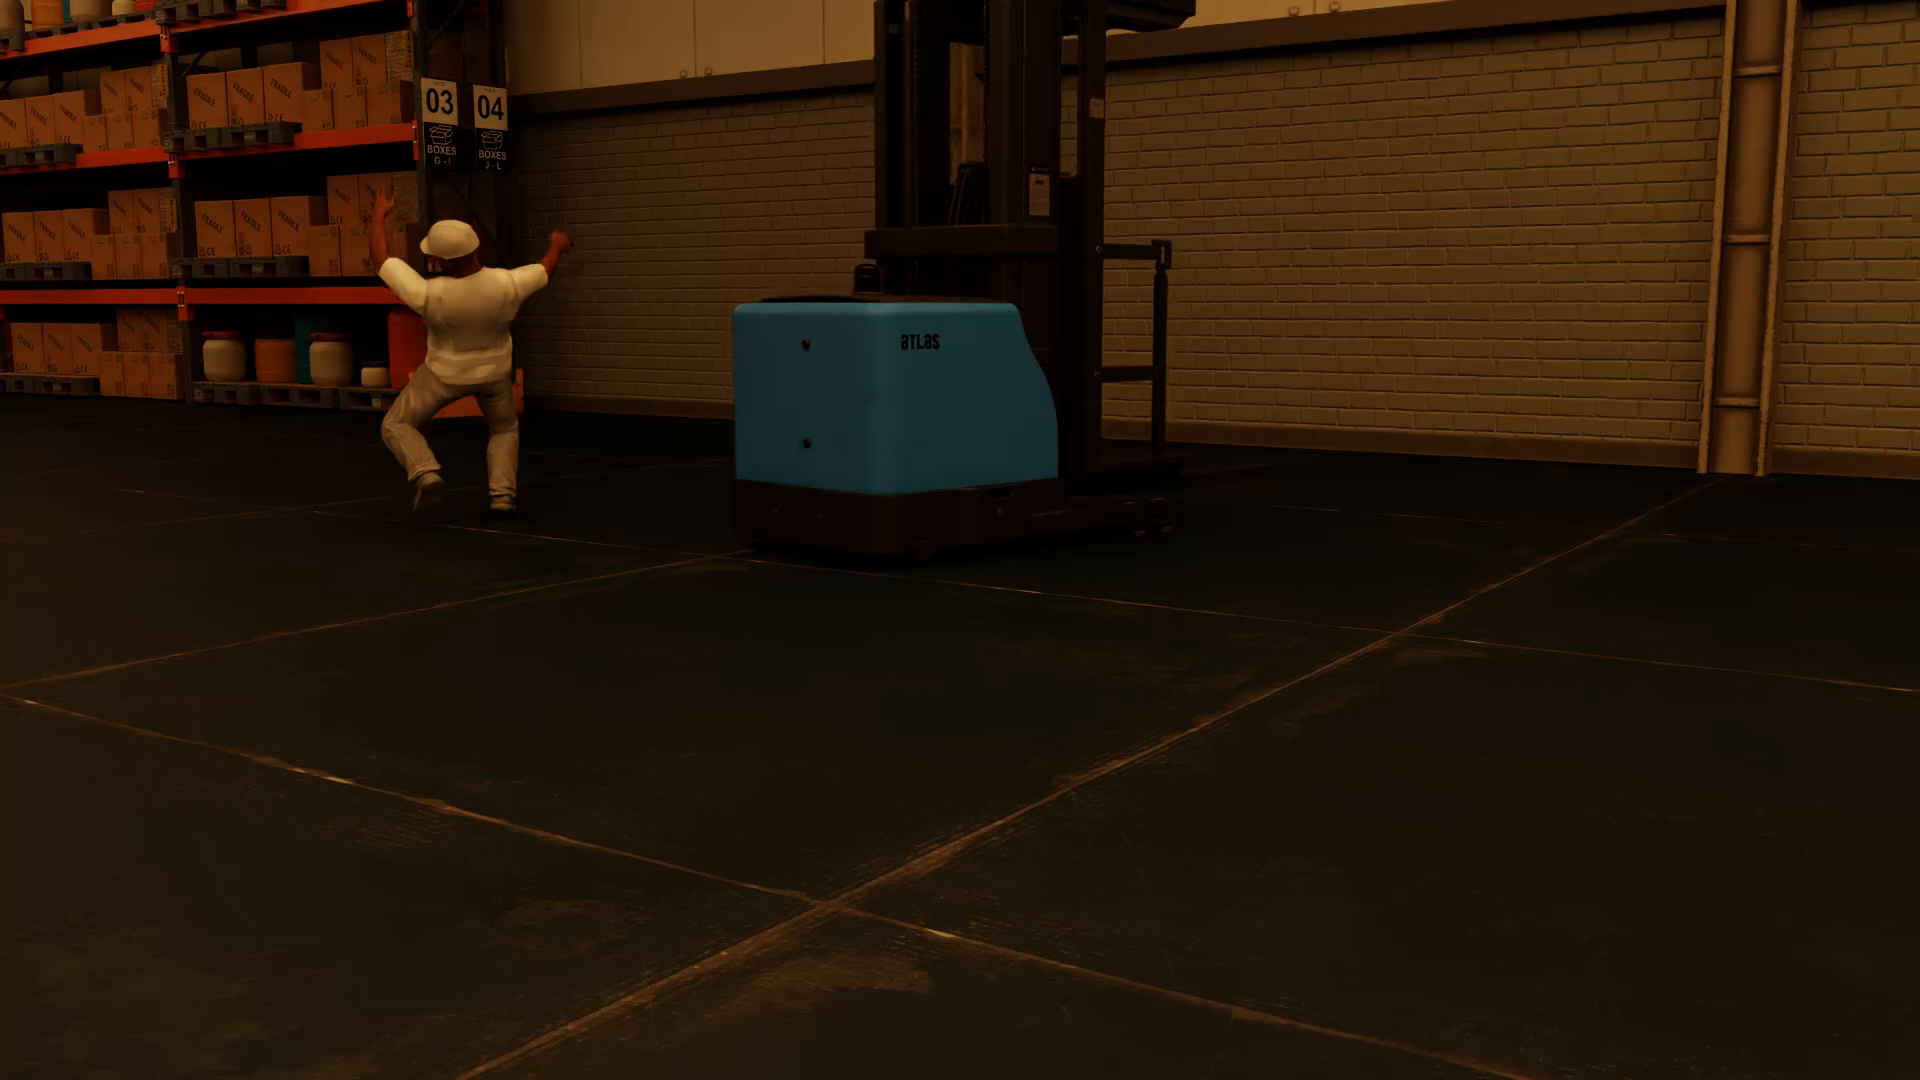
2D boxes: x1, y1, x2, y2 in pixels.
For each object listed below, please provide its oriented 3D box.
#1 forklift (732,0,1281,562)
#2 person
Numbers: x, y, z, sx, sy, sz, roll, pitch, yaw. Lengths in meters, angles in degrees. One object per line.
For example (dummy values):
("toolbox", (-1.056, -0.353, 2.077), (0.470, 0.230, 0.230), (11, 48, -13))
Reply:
("forklift", (0.397, -1.515, 7.846), (3.031, 2.935, 1.130), (-8, 11, -44))
("person", (-2.334, -0.936, 8.292), (1.089, 1.622, 0.702), (-6, 10, -35))
